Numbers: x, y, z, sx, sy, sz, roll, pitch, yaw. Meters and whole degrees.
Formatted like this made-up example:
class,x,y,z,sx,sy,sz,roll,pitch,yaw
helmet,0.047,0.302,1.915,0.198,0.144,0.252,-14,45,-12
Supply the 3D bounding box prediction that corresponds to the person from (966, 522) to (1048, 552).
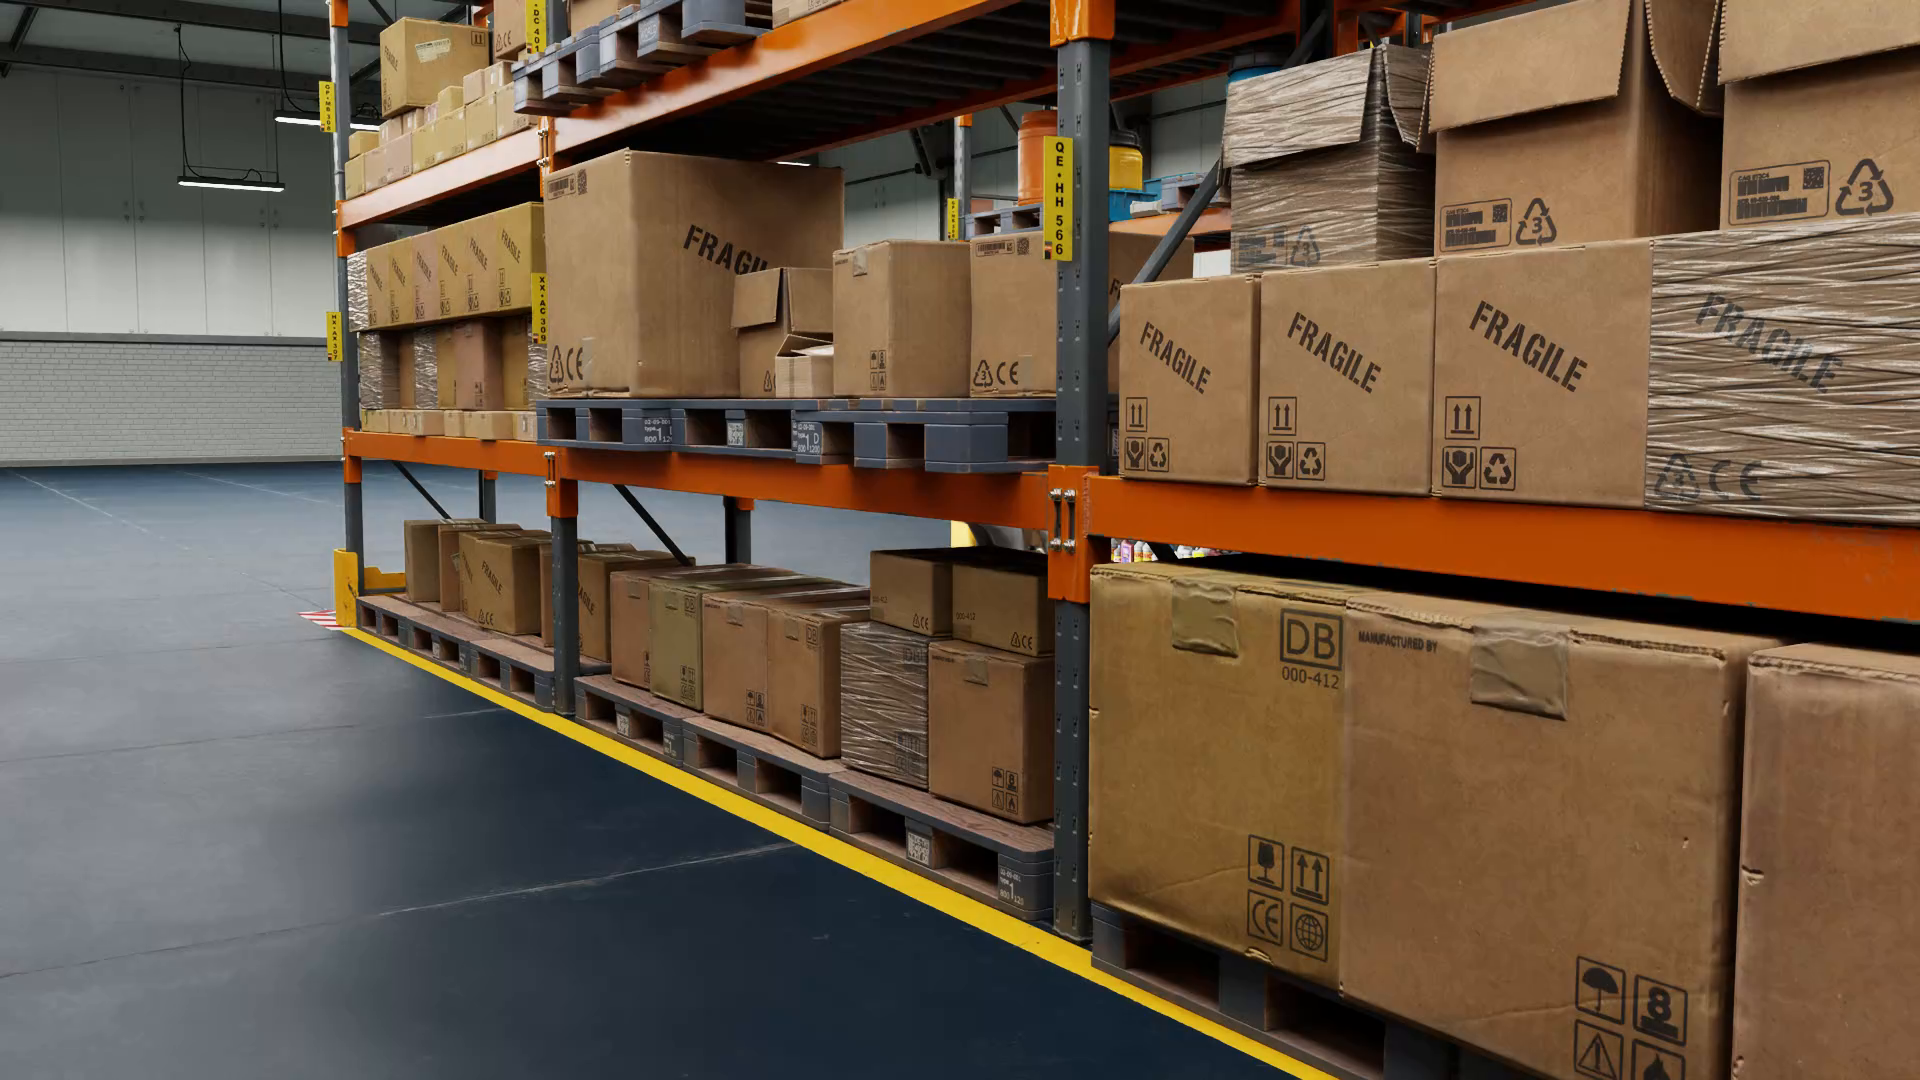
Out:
class,x,y,z,sx,sy,sz,roll,pitch,yaw
person,0.361,-0.094,10.339,0.758,1.483,0.409,-3,6,-35
